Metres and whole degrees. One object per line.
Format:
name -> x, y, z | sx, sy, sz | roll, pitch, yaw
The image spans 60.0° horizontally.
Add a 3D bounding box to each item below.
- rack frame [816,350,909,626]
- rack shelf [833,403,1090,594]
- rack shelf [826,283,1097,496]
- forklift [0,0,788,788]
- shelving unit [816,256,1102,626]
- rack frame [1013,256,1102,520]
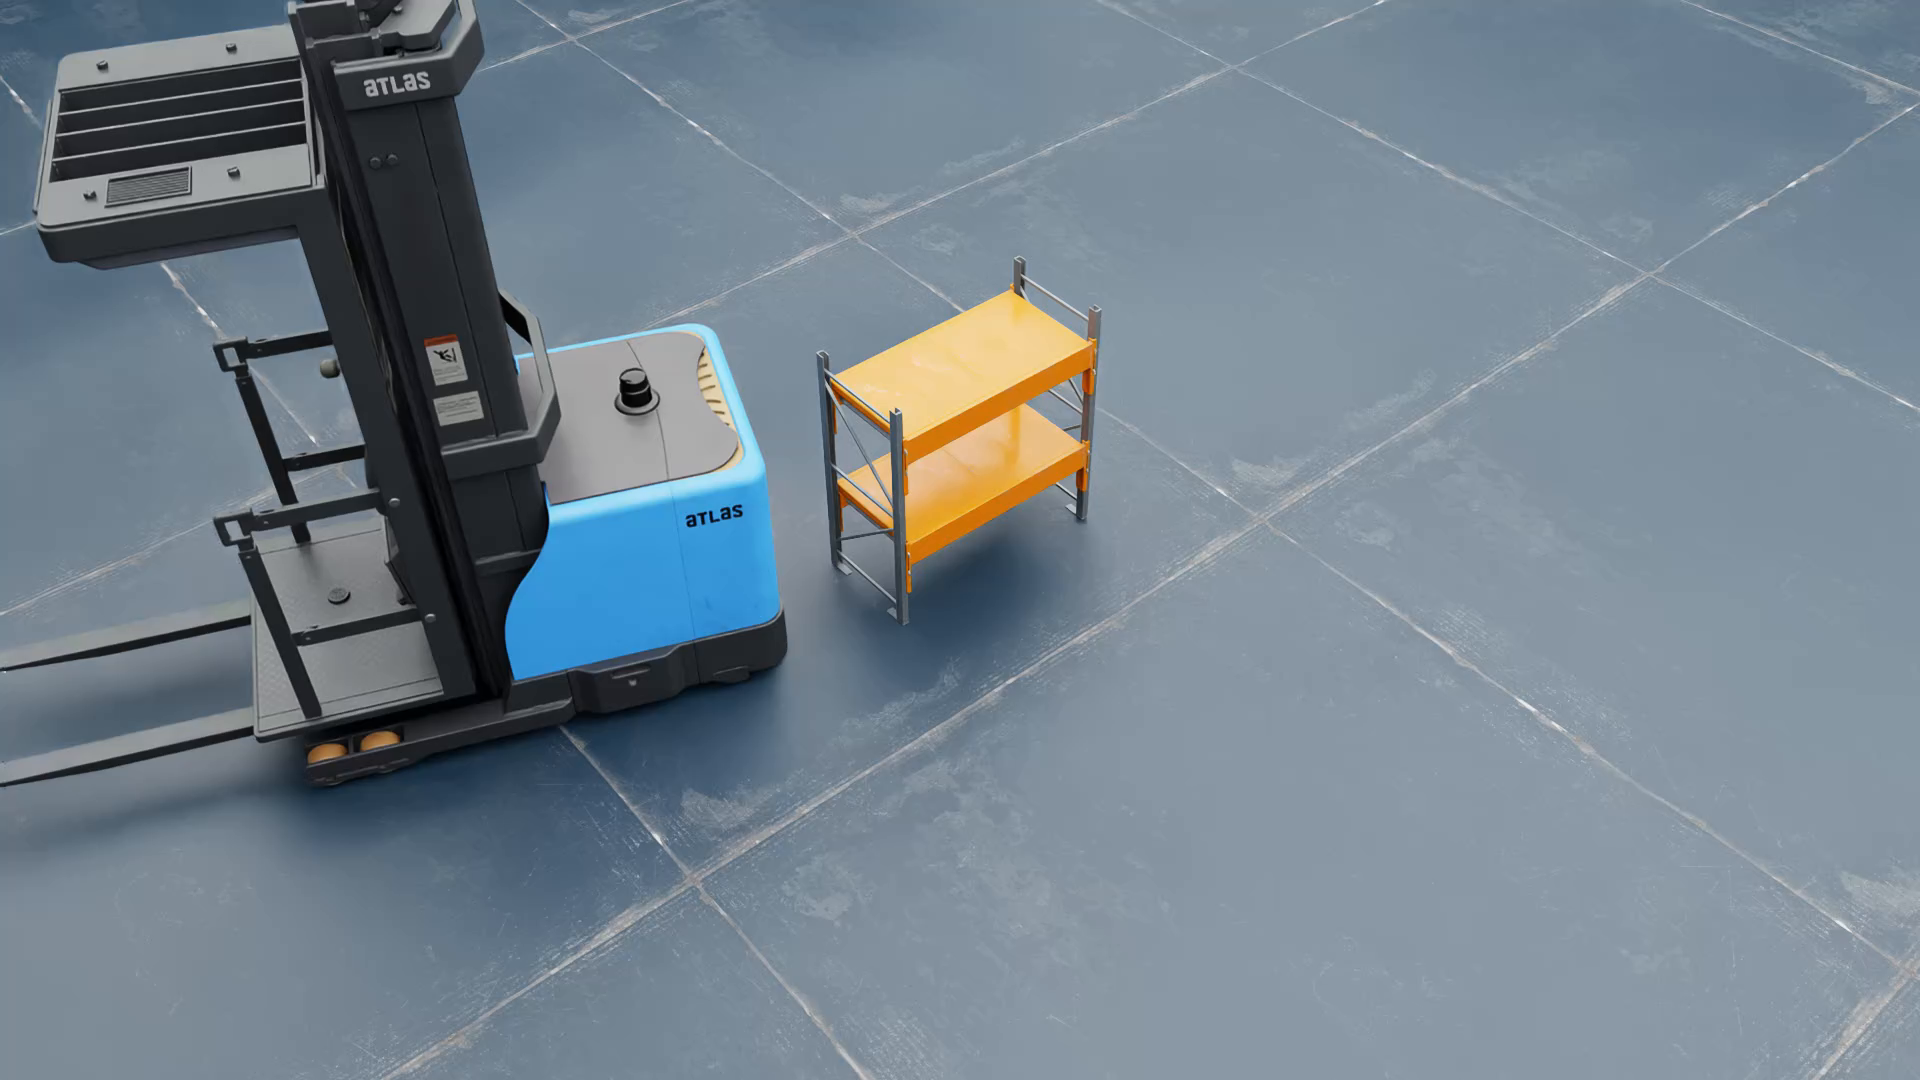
rack frame -> -0.385, -0.190, 6.684 | 0.032, 1.125, 0.500 | -30, 51, -28
rack shelf -> 0.005, -0.235, 7.089 | 1.000, 0.278, 0.538 | -30, 51, -28
rack shelf -> 0.005, -0.626, 6.721 | 1.000, 0.278, 0.538 | -30, 51, -28
forklift -> -2.272, -0.545, 5.743 | 3.031, 2.935, 1.130 | -13, 45, -13
shelving unit -> 0.005, -0.413, 6.922 | 1.048, 1.125, 0.538 | -30, 51, -28
rack frame -> 0.395, -0.636, 7.159 | 0.032, 1.125, 0.500 | -30, 51, -28
